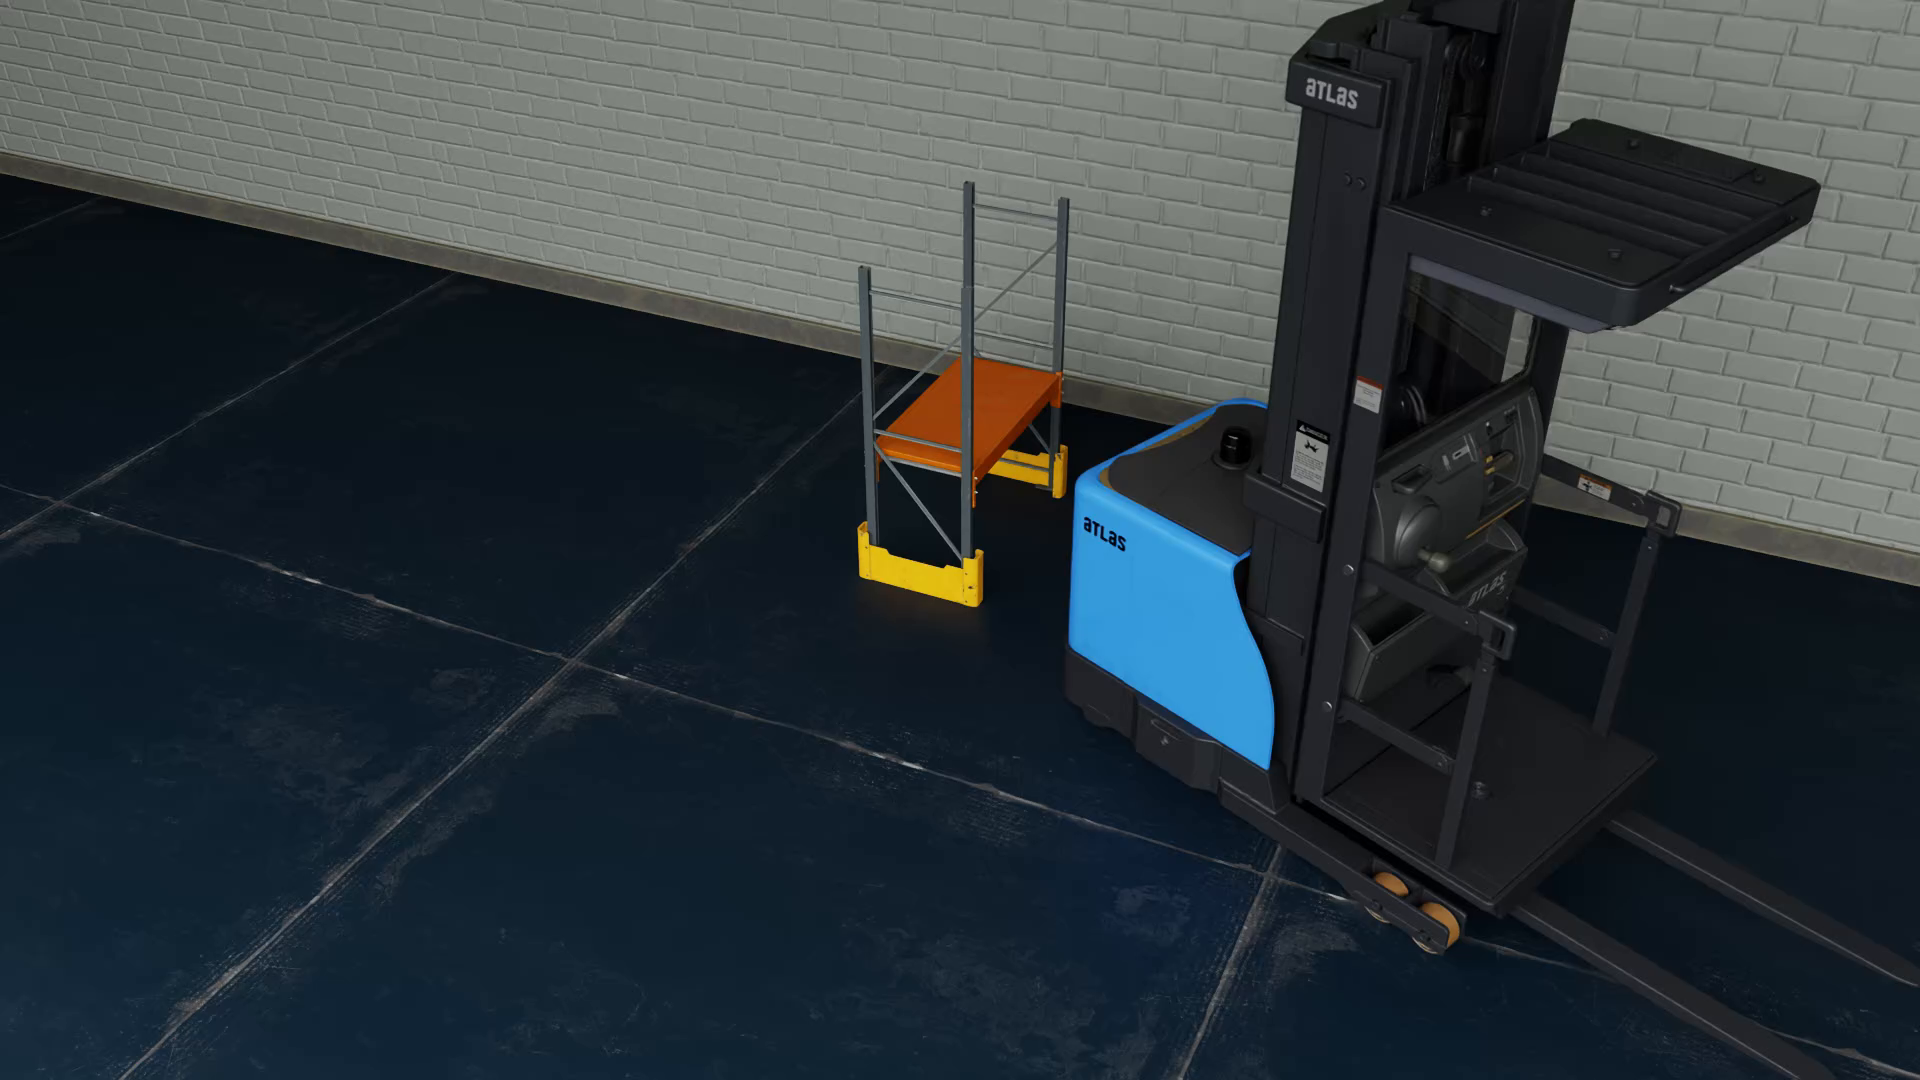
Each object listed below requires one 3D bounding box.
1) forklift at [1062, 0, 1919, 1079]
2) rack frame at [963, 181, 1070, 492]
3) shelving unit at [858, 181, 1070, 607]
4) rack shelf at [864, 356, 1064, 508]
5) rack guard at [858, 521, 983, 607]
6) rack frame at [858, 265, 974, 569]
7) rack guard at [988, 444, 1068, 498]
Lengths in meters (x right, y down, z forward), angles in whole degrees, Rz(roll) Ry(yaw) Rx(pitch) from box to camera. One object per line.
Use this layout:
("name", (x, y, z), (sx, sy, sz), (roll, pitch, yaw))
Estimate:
("forklift", (1.777, -0.150, 5.305), (1.130, 2.935, 3.031), (-27, 42, -34))
("rack frame", (0.248, -0.923, 7.790), (0.500, 1.500, 0.032), (14, 36, 20))
("shelving unit", (0.032, -0.665, 7.397), (0.587, 1.500, 1.083), (14, 36, 20))
("rack shelf", (0.036, -0.519, 7.502), (0.538, 0.185, 1.000), (14, 36, 20))
("rack guard", (-0.176, 0.106, 7.361), (0.587, 0.250, 0.087), (14, 36, 20))
("rack frame", (-0.177, -0.417, 7.017), (0.500, 1.500, 0.032), (14, 36, 20))
("rack guard", (0.240, -0.391, 8.118), (0.587, 0.250, 0.087), (14, 36, 20))
